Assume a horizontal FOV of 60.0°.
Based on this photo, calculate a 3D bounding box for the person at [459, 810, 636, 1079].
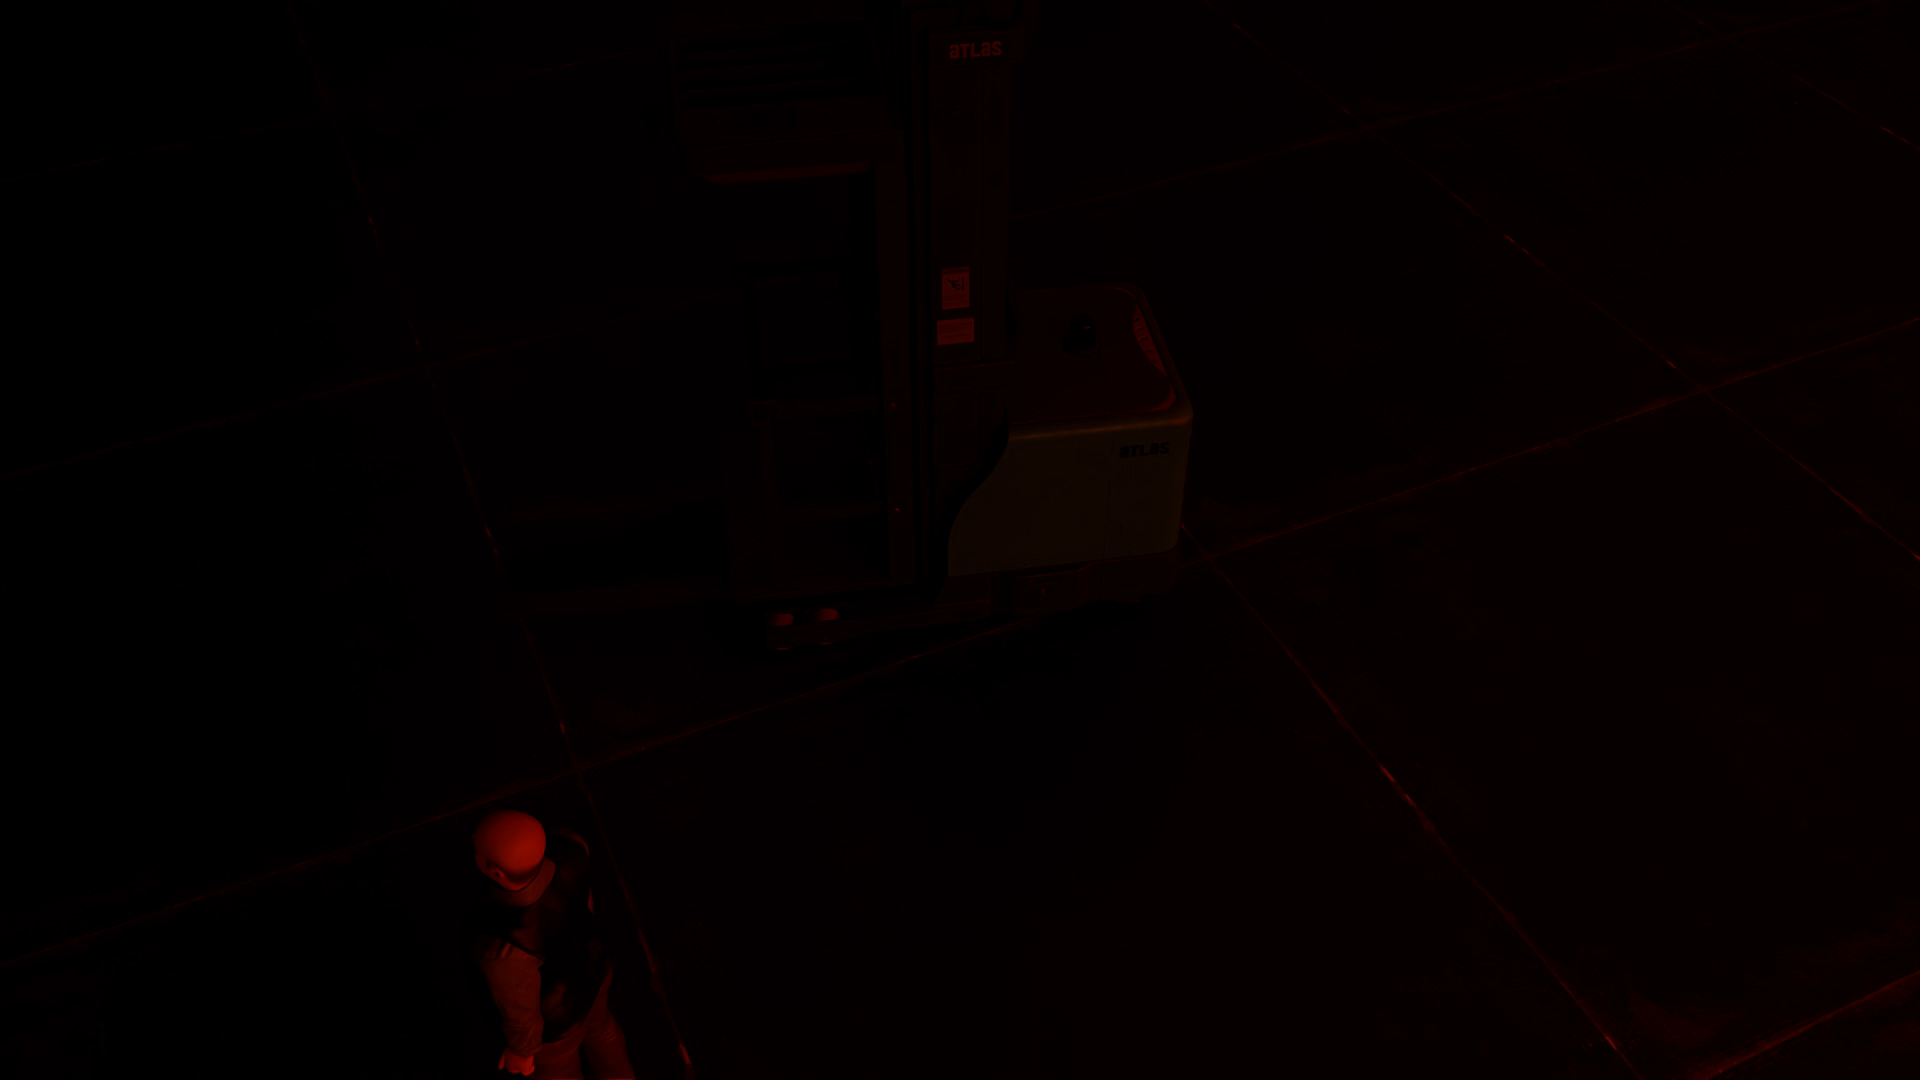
[{"bbox_3d":[-1.270,1.384,5.087,0.376,1.721,0.525,9,44,10],"label":"person"}]

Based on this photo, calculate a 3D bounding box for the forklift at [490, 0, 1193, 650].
[{"bbox_3d":[-0.584,-0.978,6.728,3.031,2.935,1.130,-6,43,-7],"label":"forklift"}]
